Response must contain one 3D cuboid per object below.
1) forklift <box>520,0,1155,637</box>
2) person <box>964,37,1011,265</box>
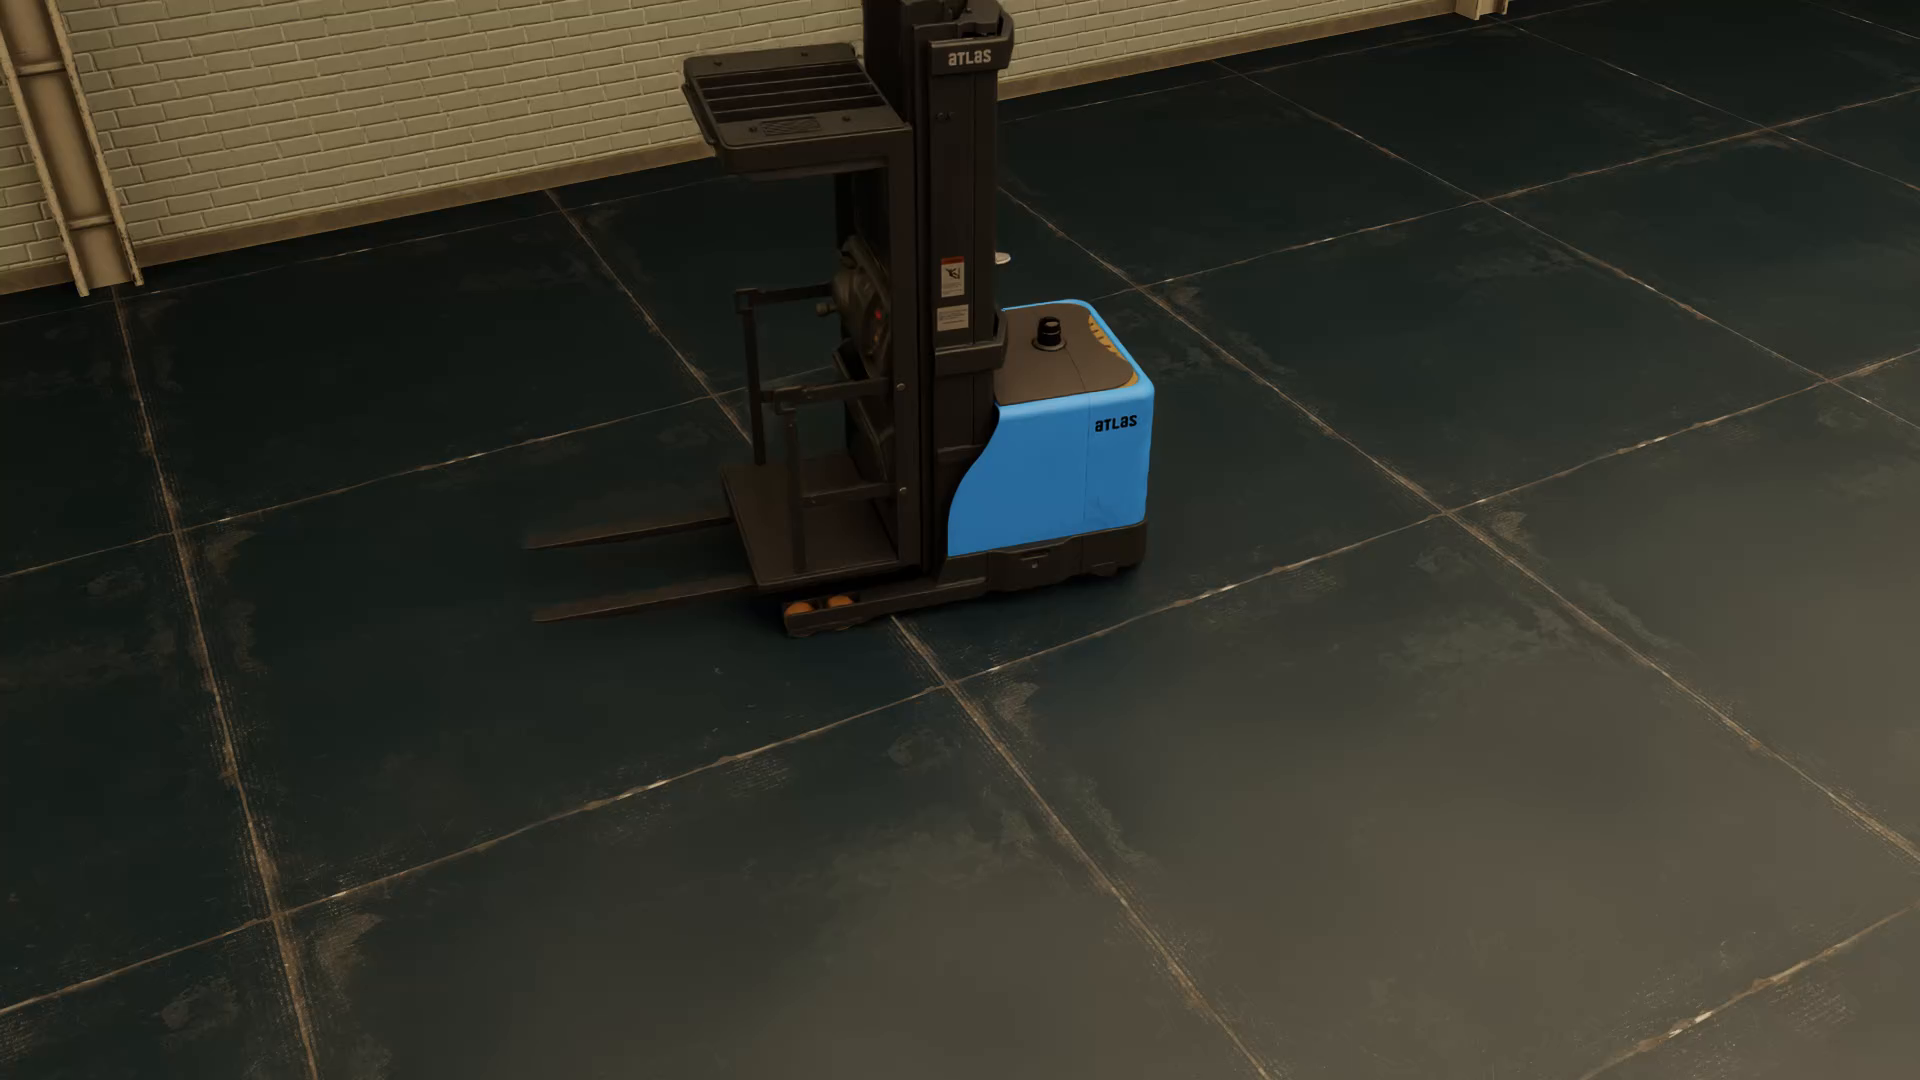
[{"bbox_3d":[-0.638,-1.070,7.636,3.031,2.935,1.130,-10,36,-13],"label":"forklift"},{"bbox_3d":[0.070,-2.706,11.040,0.531,1.673,0.586,-1,35,-2],"label":"person"}]
